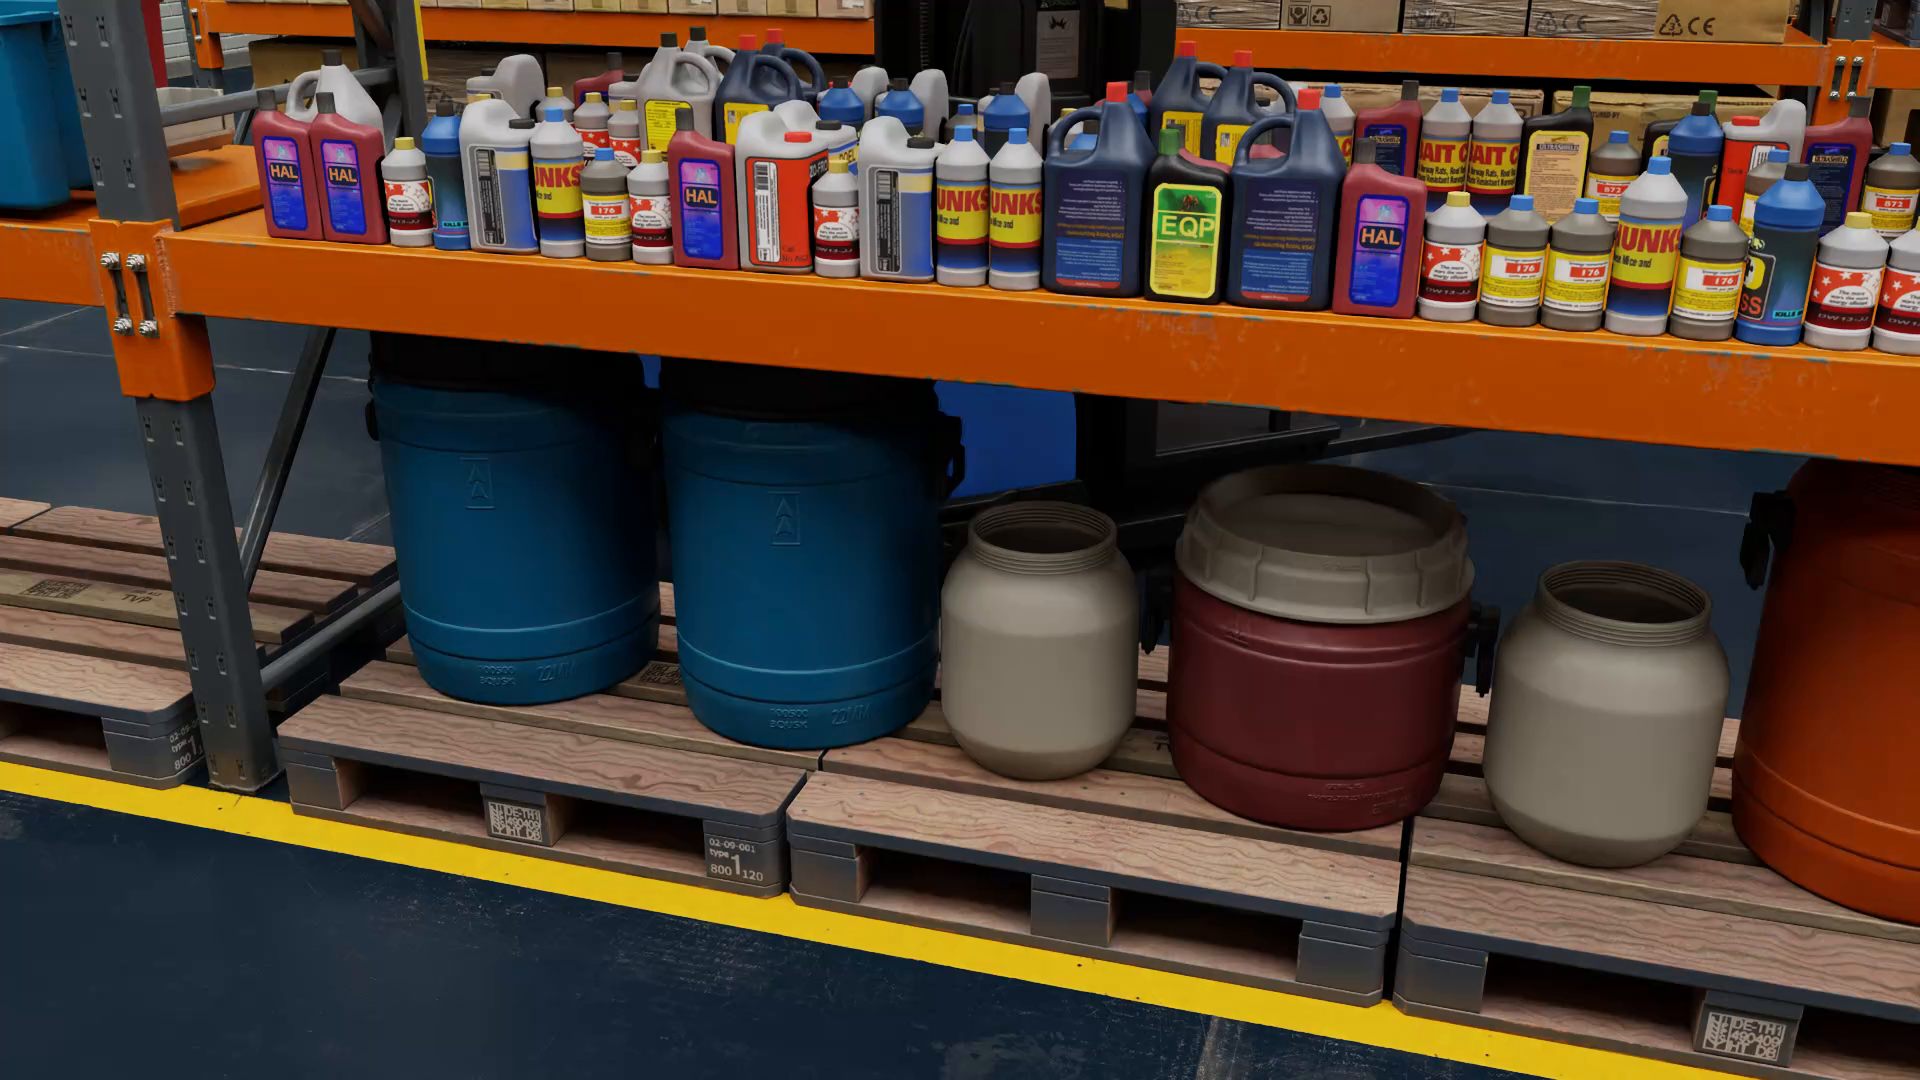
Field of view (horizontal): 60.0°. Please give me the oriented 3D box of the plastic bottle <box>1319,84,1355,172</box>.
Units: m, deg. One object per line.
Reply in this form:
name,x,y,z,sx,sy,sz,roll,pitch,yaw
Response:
plastic bottle,0.761,-0.801,3.441,0.097,0.271,0.097,0,22,0

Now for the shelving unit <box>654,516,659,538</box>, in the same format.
shelving unit,-1.149,-0.504,4.898,0.189,1.200,0.258,-11,22,2

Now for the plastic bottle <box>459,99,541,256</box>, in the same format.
plastic bottle,-0.855,-0.699,3.184,0.135,0.276,0.152,7,23,16

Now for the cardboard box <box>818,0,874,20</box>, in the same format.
cardboard box,-0.495,-2.583,7.946,0.250,0.149,0.380,7,23,16

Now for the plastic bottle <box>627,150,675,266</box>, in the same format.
plastic bottle,-0.566,-0.620,3.091,0.097,0.201,0.097,0,22,0

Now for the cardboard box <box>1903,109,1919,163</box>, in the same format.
cardboard box,4.371,-1.678,7.134,0.500,0.250,0.500,8,23,18

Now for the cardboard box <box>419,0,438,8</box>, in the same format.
cardboard box,-2.709,-2.836,8.563,0.250,0.149,0.380,6,23,14

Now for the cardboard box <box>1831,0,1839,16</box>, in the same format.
cardboard box,10.600,-6.549,19.859,0.625,0.625,0.875,6,23,15

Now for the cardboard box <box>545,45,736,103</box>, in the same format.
cardboard box,-1.579,-2.196,8.918,0.875,0.875,0.875,7,23,16

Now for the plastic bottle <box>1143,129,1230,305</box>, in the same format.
plastic bottle,0.381,-0.542,2.794,0.133,0.283,0.061,7,23,16

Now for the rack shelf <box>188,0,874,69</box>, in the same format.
rack shelf,-2.023,-2.671,8.778,4.000,0.370,1.077,7,23,16

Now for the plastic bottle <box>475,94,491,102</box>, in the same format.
plastic bottle,-1.086,-0.920,3.823,0.097,0.201,0.097,0,22,0

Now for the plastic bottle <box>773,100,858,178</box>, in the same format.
plastic bottle,-0.275,-0.693,3.169,0.135,0.276,0.152,7,23,16

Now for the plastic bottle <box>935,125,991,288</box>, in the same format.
plastic bottle,0.006,-0.587,2.918,0.097,0.271,0.097,0,22,0

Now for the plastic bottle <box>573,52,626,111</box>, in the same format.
plastic bottle,-0.833,-0.997,3.901,0.133,0.283,0.061,7,23,16

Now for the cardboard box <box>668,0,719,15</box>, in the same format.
cardboard box,-1.233,-2.668,8.152,0.250,0.149,0.380,7,23,17

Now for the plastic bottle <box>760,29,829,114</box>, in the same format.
plastic bottle,-0.387,-0.960,3.724,0.185,0.351,0.144,7,23,16

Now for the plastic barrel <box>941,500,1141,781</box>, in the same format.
plastic barrel,0.170,0.209,3.532,0.421,0.512,0.421,0,22,0

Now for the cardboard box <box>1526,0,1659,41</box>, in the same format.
cardboard box,2.702,-2.413,7.070,0.500,0.500,0.500,6,23,15

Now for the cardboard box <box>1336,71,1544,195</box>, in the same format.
cardboard box,2.216,-1.741,7.809,0.875,0.875,1.225,7,23,16

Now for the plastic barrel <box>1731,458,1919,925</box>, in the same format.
plastic barrel,1.817,0.215,3.098,0.708,0.830,0.600,7,23,16

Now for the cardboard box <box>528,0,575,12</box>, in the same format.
cardboard box,-1.968,-2.752,8.358,0.250,0.149,0.380,7,23,16

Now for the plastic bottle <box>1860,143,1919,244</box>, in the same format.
plastic bottle,1.773,-0.653,3.172,0.097,0.201,0.097,0,22,0

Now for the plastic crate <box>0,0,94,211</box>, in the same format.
plastic crate,-2.084,-0.933,3.534,0.575,0.384,0.392,7,23,16

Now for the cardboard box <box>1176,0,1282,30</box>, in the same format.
cardboard box,1.221,-2.580,7.476,0.500,0.500,0.500,6,23,14

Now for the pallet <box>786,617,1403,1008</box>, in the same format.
pallet,0.360,0.538,3.681,1.213,0.211,1.003,7,23,16

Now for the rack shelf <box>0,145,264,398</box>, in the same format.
rack shelf,-3.454,-0.872,4.391,4.000,0.370,1.077,7,23,16

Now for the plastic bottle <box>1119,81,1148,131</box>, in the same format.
plastic bottle,0.344,-0.825,3.498,0.097,0.271,0.097,0,22,0

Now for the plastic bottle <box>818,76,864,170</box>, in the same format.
plastic bottle,-0.254,-0.857,3.577,0.097,0.271,0.097,0,22,0

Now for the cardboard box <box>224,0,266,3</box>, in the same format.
cardboard box,-3.693,-2.948,8.836,0.250,0.149,0.380,7,23,16

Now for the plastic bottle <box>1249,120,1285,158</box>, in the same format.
plastic bottle,0.551,-0.580,2.886,0.133,0.283,0.061,7,23,16

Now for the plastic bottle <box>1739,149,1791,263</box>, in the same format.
plastic bottle,1.509,-0.623,3.098,0.097,0.201,0.097,0,22,0

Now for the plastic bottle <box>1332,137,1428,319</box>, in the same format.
plastic bottle,0.686,-0.507,2.708,0.133,0.283,0.061,7,23,16

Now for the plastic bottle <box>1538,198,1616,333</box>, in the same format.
plastic bottle,0.988,-0.442,2.657,0.097,0.201,0.097,0,22,0

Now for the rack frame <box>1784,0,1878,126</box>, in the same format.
rack frame,3.721,-2.346,7.038,0.127,3.000,1.000,7,23,16

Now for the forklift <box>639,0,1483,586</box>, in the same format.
forklift,0.545,-1.493,5.047,3.031,2.935,1.130,-10,24,-22

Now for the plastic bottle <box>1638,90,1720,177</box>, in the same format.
plastic bottle,1.412,-0.740,3.275,0.133,0.283,0.061,7,23,16

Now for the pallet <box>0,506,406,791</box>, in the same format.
pallet,-2.254,0.238,4.411,1.213,0.211,1.003,7,23,16

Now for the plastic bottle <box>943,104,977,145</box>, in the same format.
plastic bottle,0.012,-0.855,3.663,0.097,0.201,0.097,0,22,0

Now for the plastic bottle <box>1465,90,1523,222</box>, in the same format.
plastic bottle,1.075,-0.765,3.353,0.097,0.271,0.097,0,22,0

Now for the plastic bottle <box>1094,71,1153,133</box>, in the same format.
plastic bottle,0.350,-0.861,3.571,0.133,0.283,0.061,7,23,16

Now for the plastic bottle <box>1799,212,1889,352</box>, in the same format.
plastic bottle,1.361,-0.400,2.553,0.097,0.201,0.097,0,22,0

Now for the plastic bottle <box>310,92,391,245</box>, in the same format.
plastic bottle,-1.183,-0.722,3.230,0.133,0.283,0.061,7,23,16
